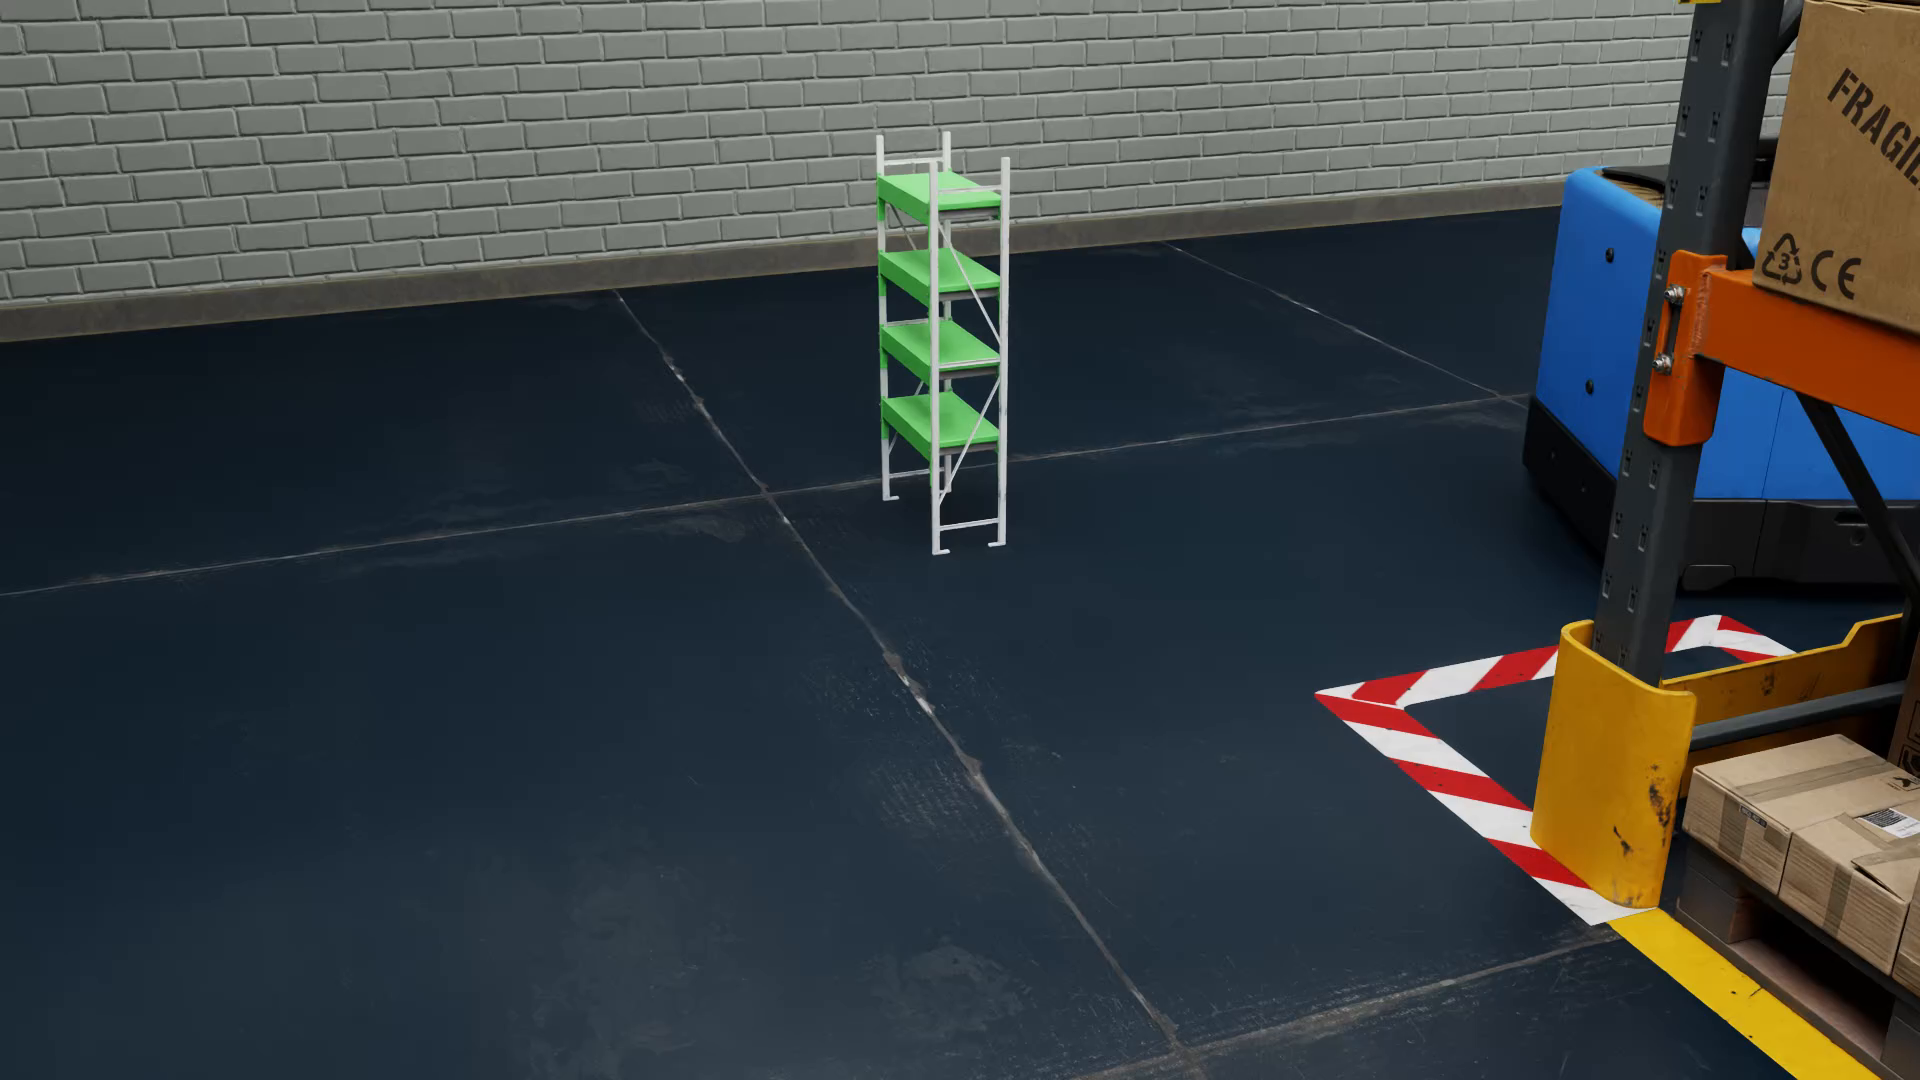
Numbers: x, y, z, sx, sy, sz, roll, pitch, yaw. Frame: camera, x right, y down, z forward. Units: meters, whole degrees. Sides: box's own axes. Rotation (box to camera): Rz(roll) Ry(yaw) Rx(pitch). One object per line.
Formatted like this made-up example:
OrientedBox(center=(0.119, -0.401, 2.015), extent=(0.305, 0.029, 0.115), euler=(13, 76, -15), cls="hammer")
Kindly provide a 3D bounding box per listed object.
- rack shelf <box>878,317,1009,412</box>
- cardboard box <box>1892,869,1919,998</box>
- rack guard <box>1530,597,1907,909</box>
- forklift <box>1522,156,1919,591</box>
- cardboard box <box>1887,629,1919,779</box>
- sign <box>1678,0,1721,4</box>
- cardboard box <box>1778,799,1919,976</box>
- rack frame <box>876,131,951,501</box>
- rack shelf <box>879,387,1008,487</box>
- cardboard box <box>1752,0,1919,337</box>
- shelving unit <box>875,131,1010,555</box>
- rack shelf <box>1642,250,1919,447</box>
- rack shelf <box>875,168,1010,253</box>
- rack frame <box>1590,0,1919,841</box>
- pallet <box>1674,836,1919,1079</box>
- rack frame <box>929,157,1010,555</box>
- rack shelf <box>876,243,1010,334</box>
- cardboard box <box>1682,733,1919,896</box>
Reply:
OrientedBox(center=(-0.058, -0.554, 5.184), extent=(0.258, 0.148, 0.480), euler=(-8, 24, -19), cls="rack shelf")
OrientedBox(center=(1.930, 0.701, 2.699), extent=(0.500, 0.250, 0.500), euler=(-8, 24, -19), cls="cardboard box")
OrientedBox(center=(1.854, 0.398, 3.663), extent=(1.175, 0.500, 0.348), euler=(-8, 24, -19), cls="rack guard")
OrientedBox(center=(3.430, -1.371, 4.729), extent=(3.031, 2.935, 1.130), euler=(0, 23, 1), cls="forklift")
OrientedBox(center=(2.249, 0.331, 3.254), extent=(0.500, 0.500, 0.500), euler=(-8, 24, -19), cls="cardboard box")
OrientedBox(center=(1.319, -1.106, 2.898), extent=(0.100, 0.325, 0.005), euler=(-8, 24, -19), cls="sign")
OrientedBox(center=(1.742, 0.611, 3.019), extent=(0.380, 0.166, 0.250), euler=(-8, 24, -19), cls="cardboard box")
OrientedBox(center=(-0.145, -0.702, 5.370), extent=(0.240, 1.200, 0.015), euler=(-8, 24, -19), cls="rack frame")
OrientedBox(center=(-0.058, -0.333, 5.278), extent=(0.258, 0.148, 0.480), euler=(-8, 24, -19), cls="rack shelf")
OrientedBox(center=(1.737, -0.630, 2.755), extent=(0.500, 0.500, 0.500), euler=(-8, 24, -18), cls="cardboard box")
OrientedBox(center=(-0.058, -0.613, 5.160), extent=(0.258, 1.200, 0.503), euler=(-8, 24, -19), cls="shelving unit")
OrientedBox(center=(2.533, 0.276, 1.658), extent=(1.077, 0.370, 4.000), euler=(-8, 24, -19), cls="rack shelf")
OrientedBox(center=(-0.058, -0.996, 4.998), extent=(0.258, 0.148, 0.480), euler=(-8, 24, -19), cls="rack shelf")
OrientedBox(center=(1.827, -0.782, 3.243), extent=(1.000, 3.000, 0.127), euler=(-8, 24, -19), cls="rack frame")
OrientedBox(center=(2.136, 0.821, 3.032), extent=(1.003, 0.211, 1.213), euler=(-8, 24, -19), cls="pallet")
OrientedBox(center=(0.028, -0.524, 4.949), extent=(0.240, 1.200, 0.015), euler=(-8, 24, -19), cls="rack frame")
OrientedBox(center=(-0.058, -0.775, 5.091), extent=(0.258, 0.148, 0.480), euler=(-8, 24, -19), cls="rack shelf")
OrientedBox(center=(1.653, 0.529, 3.238), extent=(0.380, 0.149, 0.250), euler=(-8, 24, -19), cls="cardboard box")
